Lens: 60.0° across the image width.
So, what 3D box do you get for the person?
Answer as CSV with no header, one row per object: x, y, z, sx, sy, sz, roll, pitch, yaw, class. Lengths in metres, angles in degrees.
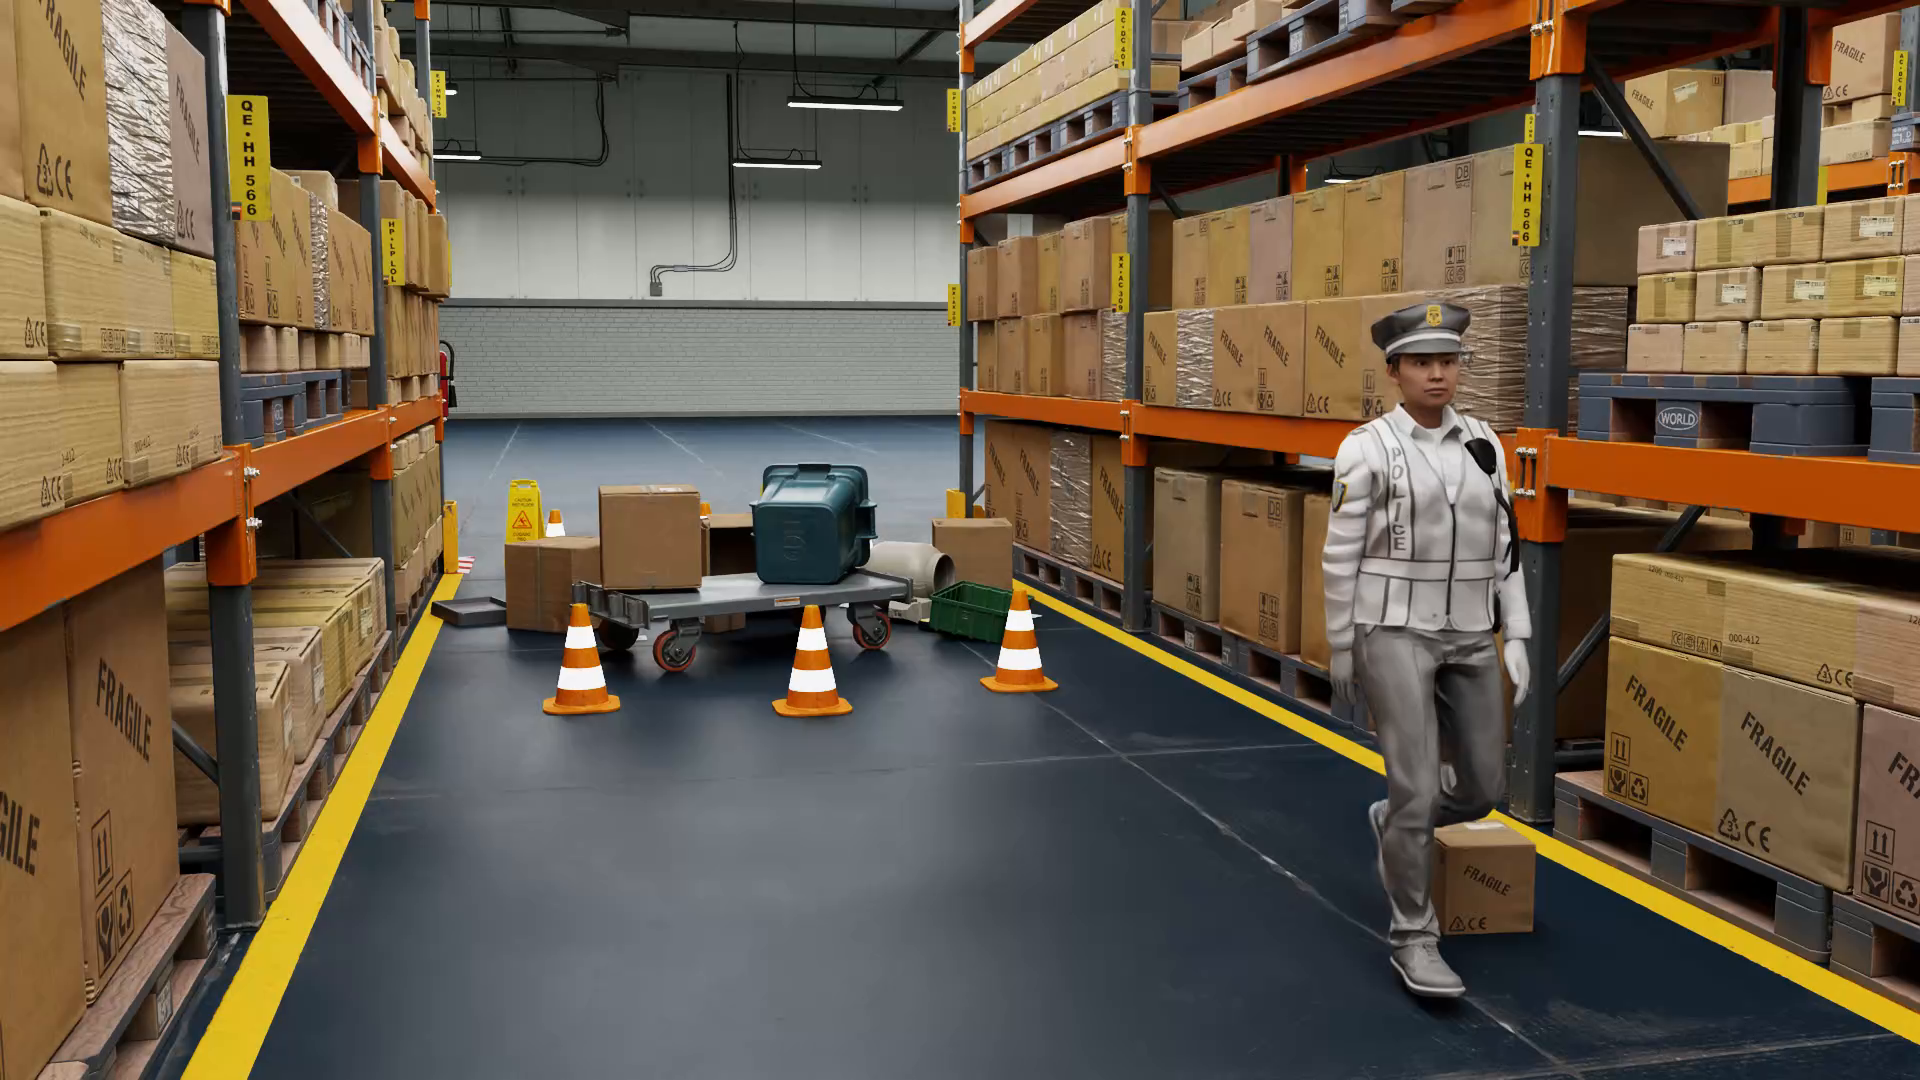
1.159,0.238,4.192,0.488,1.663,0.686,-1,6,-12,person
